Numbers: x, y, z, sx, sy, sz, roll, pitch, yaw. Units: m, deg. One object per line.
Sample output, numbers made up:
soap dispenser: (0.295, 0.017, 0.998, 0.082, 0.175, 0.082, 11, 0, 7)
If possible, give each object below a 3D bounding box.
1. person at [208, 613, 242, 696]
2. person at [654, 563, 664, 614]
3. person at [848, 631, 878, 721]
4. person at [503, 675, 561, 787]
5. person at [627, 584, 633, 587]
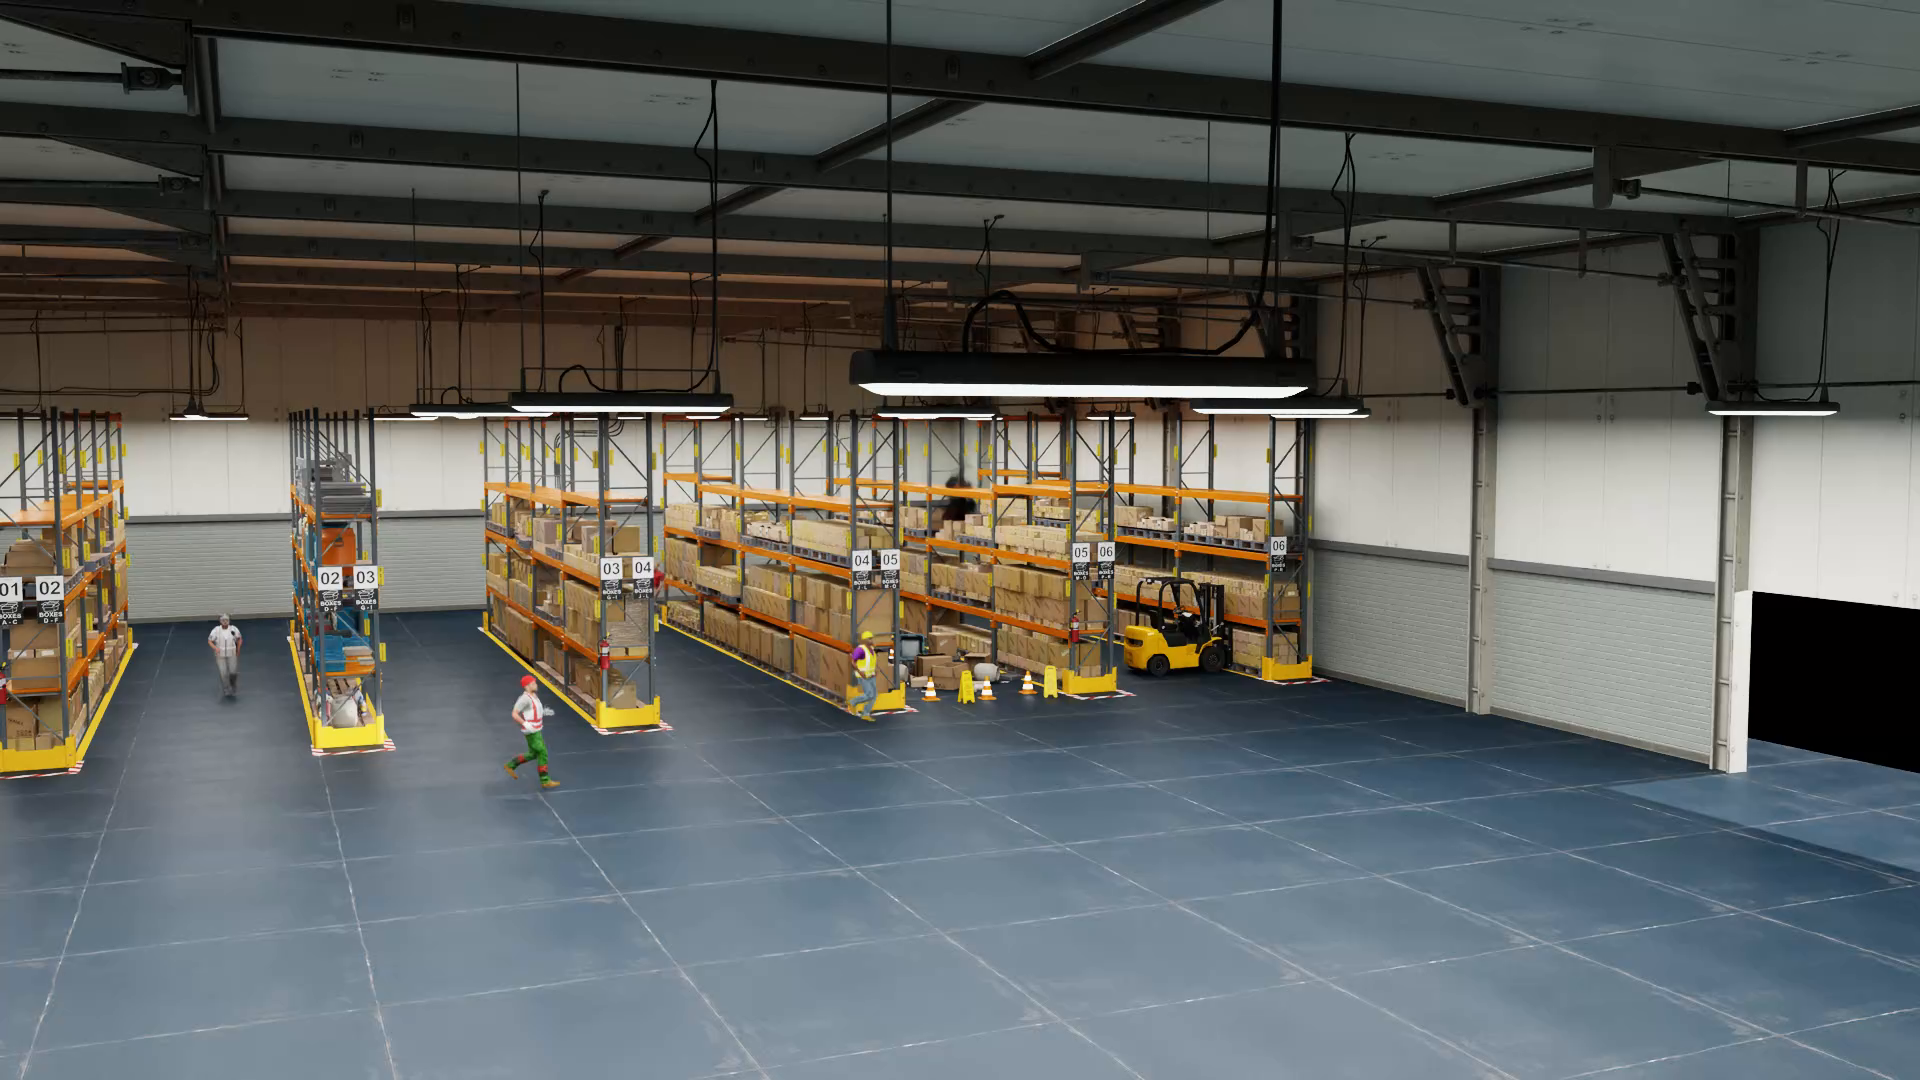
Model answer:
person: (-15.424, 2.404, 34.921, 0.663, 1.743, 0.592, -2, 4, -25)
person: (-8.947, 1.486, 48.687, 0.711, 1.660, 0.725, 3, 5, 40)
person: (-1.867, 2.627, 32.081, 0.568, 1.746, 0.723, 2, 5, 27)
person: (-6.753, 3.003, 26.140, 0.928, 1.766, 0.669, 0, 4, 0)
person: (-9.215, 1.631, 46.252, 0.684, 1.730, 0.548, -1, 4, -12)
